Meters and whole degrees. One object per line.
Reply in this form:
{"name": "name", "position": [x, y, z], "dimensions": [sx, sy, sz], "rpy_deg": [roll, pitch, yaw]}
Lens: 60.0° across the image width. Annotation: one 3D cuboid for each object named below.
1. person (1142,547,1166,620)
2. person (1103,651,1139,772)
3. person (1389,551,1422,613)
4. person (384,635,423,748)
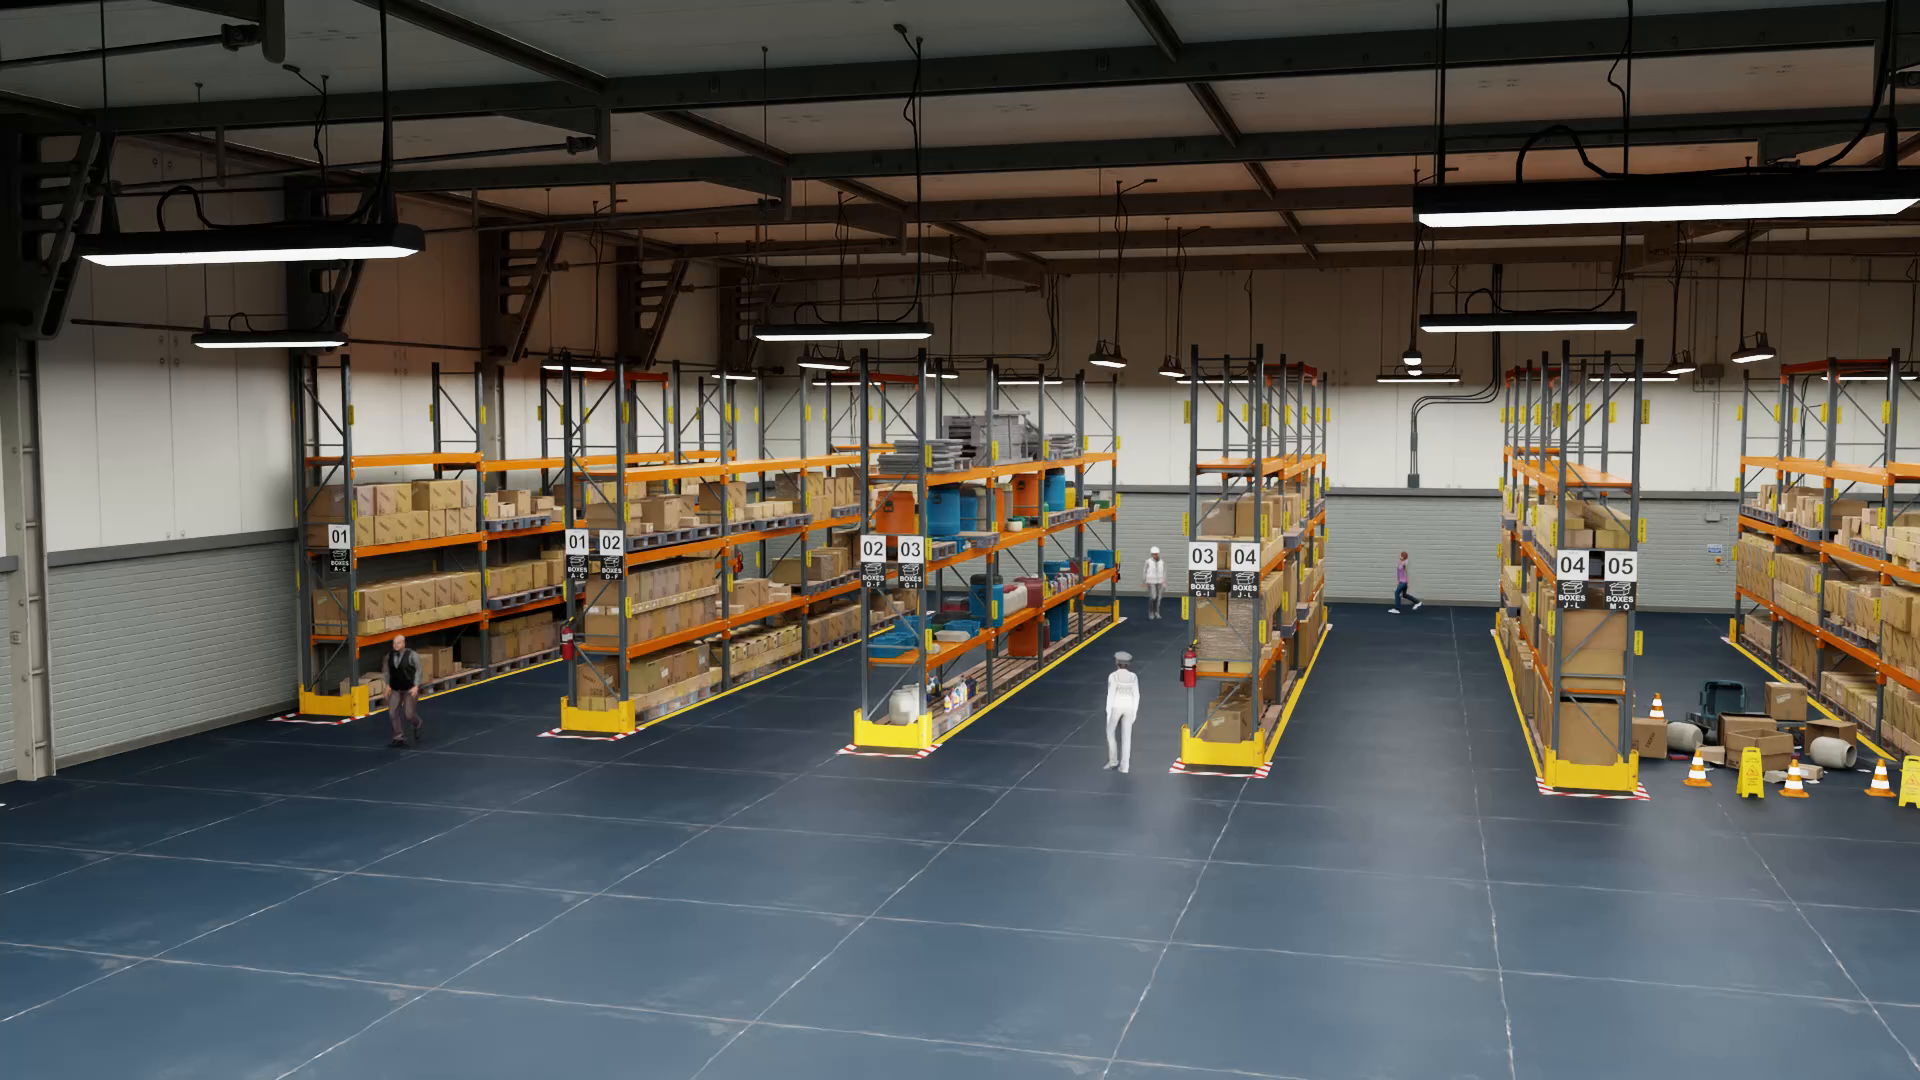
{"name": "person", "position": [4.781, 1.065, 40.638], "dimensions": [0.572, 1.795, 0.478], "rpy_deg": [-2, 5, -23]}
{"name": "person", "position": [2.283, 2.431, 23.328], "dimensions": [0.502, 1.715, 0.535], "rpy_deg": [0, 4, -6]}
{"name": "person", "position": [11.250, 1.058, 41.982], "dimensions": [0.842, 1.558, 0.392], "rpy_deg": [0, 4, 5]}
{"name": "person", "position": [-8.430, 2.269, 25.253], "dimensions": [0.624, 1.704, 0.638], "rpy_deg": [1, 4, 9]}
